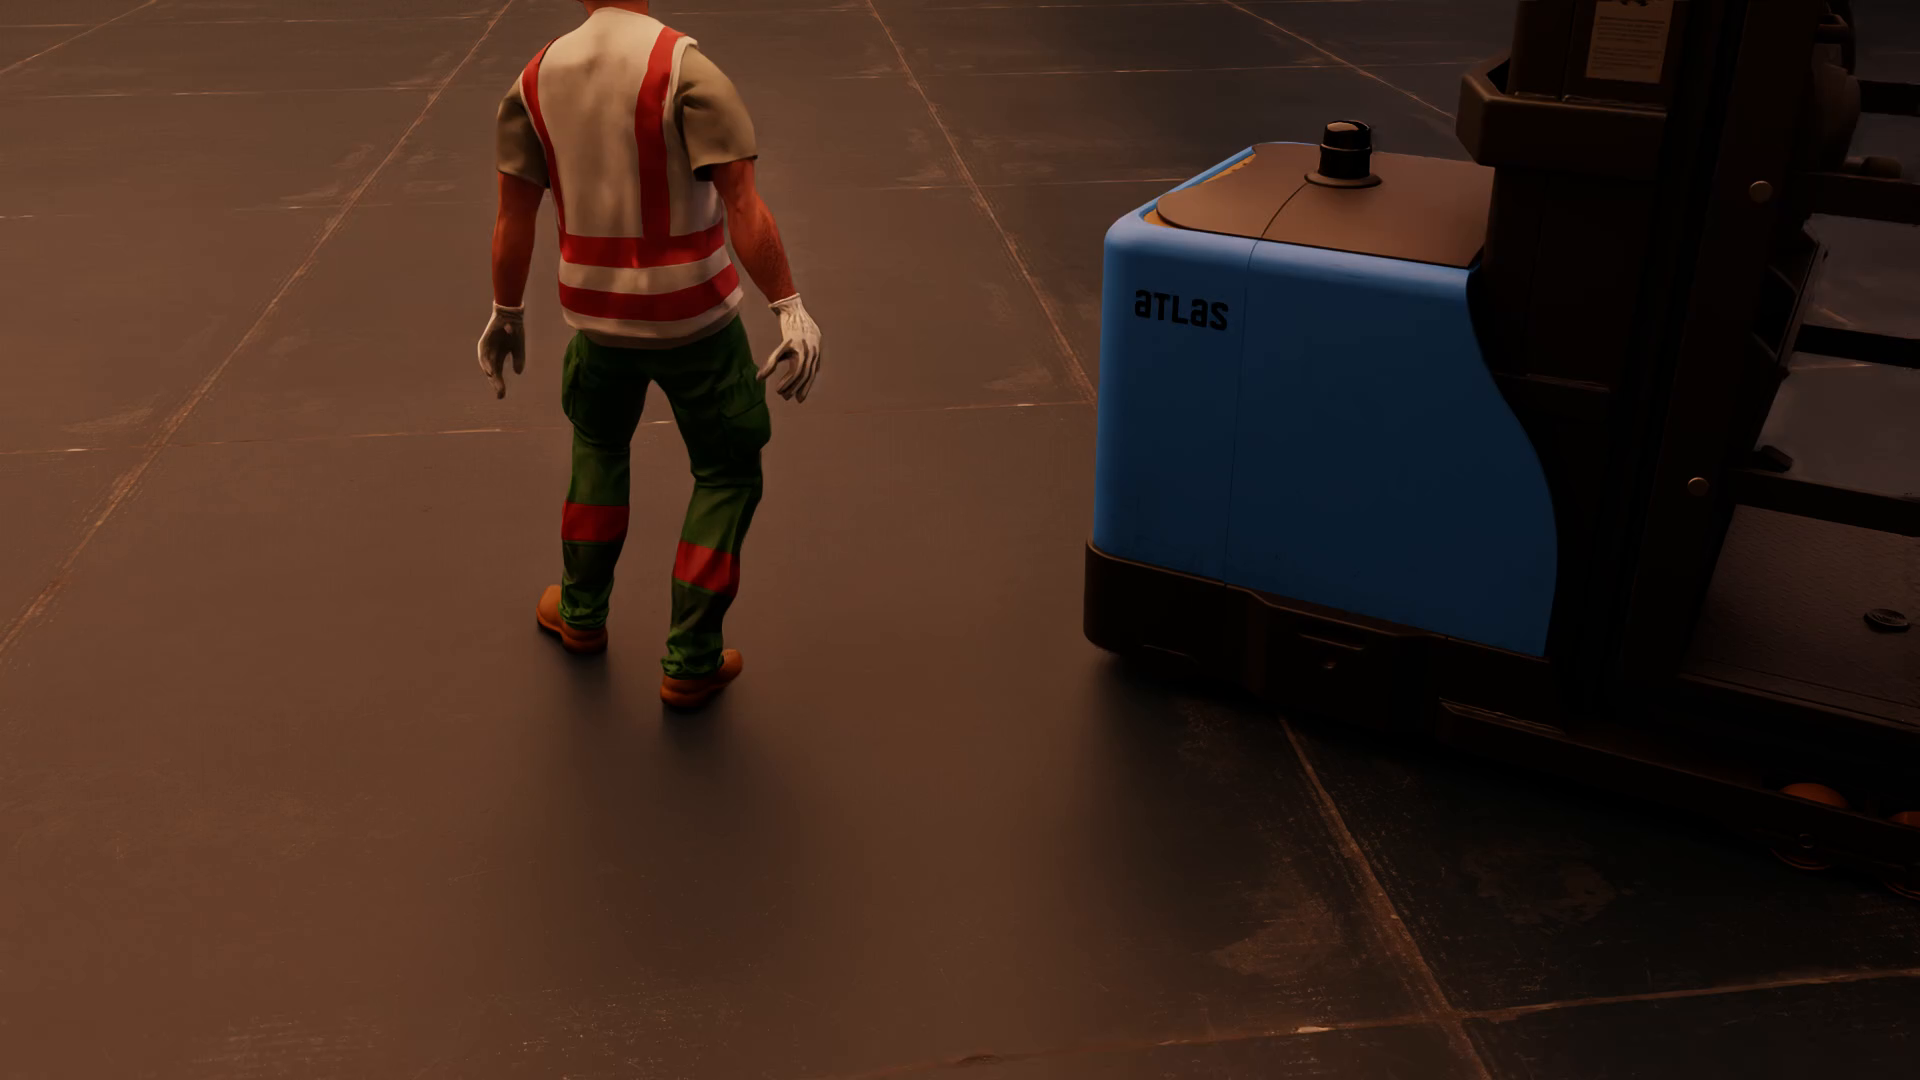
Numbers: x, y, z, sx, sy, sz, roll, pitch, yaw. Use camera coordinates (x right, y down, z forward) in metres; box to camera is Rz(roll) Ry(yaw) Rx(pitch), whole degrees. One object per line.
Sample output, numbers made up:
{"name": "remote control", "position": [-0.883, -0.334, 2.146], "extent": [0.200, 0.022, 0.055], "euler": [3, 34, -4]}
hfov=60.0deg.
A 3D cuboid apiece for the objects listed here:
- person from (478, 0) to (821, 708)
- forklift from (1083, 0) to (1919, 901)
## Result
{"name": "person", "position": [-0.680, -0.488, 3.666], "extent": [0.890, 1.745, 0.479], "euler": [11, 28, 22]}
{"name": "forklift", "position": [1.834, -0.896, 3.090], "extent": [3.031, 2.935, 1.130], "euler": [14, 29, 26]}
